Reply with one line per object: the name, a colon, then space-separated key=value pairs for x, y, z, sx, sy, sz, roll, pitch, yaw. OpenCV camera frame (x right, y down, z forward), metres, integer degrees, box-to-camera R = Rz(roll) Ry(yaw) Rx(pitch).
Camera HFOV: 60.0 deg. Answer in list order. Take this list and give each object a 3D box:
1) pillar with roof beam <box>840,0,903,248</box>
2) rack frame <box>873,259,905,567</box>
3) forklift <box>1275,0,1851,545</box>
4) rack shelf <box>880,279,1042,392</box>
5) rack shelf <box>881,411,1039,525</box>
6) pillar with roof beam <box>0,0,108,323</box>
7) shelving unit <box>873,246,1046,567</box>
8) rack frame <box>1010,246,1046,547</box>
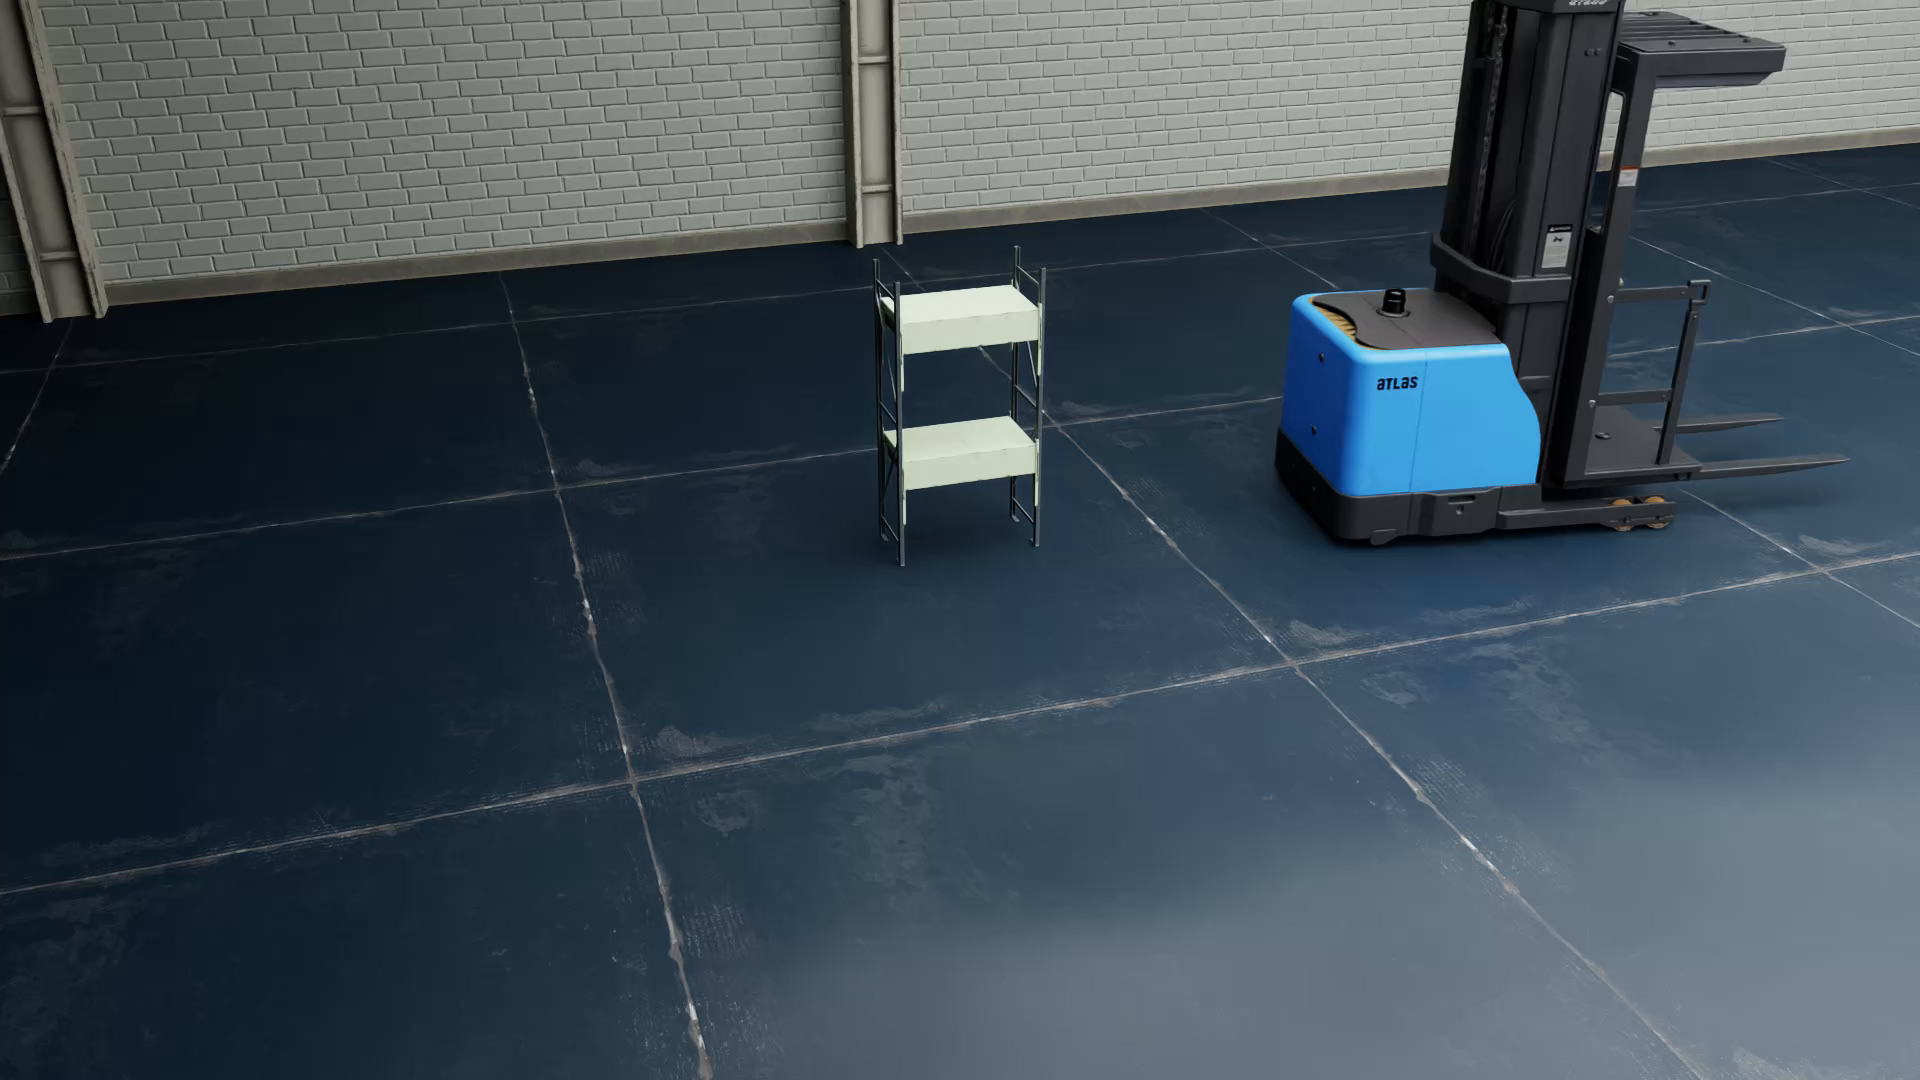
pillar with roof beam: x=0.632 y=-4.678 z=8.052 sx=0.400 sy=9.000 sz=9.100 roll=-8 pitch=28 yaw=-16
rack frame: x=-0.354 y=-0.620 z=8.313 sx=0.023 sy=1.500 sz=0.400 roll=-8 pitch=28 yaw=-16
forklift: x=3.349 y=-1.587 z=8.650 sx=3.031 sy=2.935 sz=1.130 roll=-4 pitch=27 yaw=-9
rack shelf: x=-0.006 y=-1.020 z=8.241 sx=0.720 sy=0.370 sz=0.431 roll=-8 pitch=28 yaw=-16
rack shelf: x=-0.006 y=-0.379 z=8.560 sx=0.720 sy=0.370 sz=0.431 roll=-8 pitch=28 yaw=-16
pillar with roof beam: x=-5.073 y=-3.851 z=6.388 sx=0.400 sy=9.000 sz=9.100 roll=-8 pitch=28 yaw=-16
shelving unit: x=-0.006 y=-0.671 z=8.415 sx=0.755 sy=1.500 sz=0.431 roll=-8 pitch=28 yaw=-16
rack frame: x=0.342 y=-0.721 z=8.516 sx=0.023 sy=1.500 sz=0.400 roll=-8 pitch=28 yaw=-16
